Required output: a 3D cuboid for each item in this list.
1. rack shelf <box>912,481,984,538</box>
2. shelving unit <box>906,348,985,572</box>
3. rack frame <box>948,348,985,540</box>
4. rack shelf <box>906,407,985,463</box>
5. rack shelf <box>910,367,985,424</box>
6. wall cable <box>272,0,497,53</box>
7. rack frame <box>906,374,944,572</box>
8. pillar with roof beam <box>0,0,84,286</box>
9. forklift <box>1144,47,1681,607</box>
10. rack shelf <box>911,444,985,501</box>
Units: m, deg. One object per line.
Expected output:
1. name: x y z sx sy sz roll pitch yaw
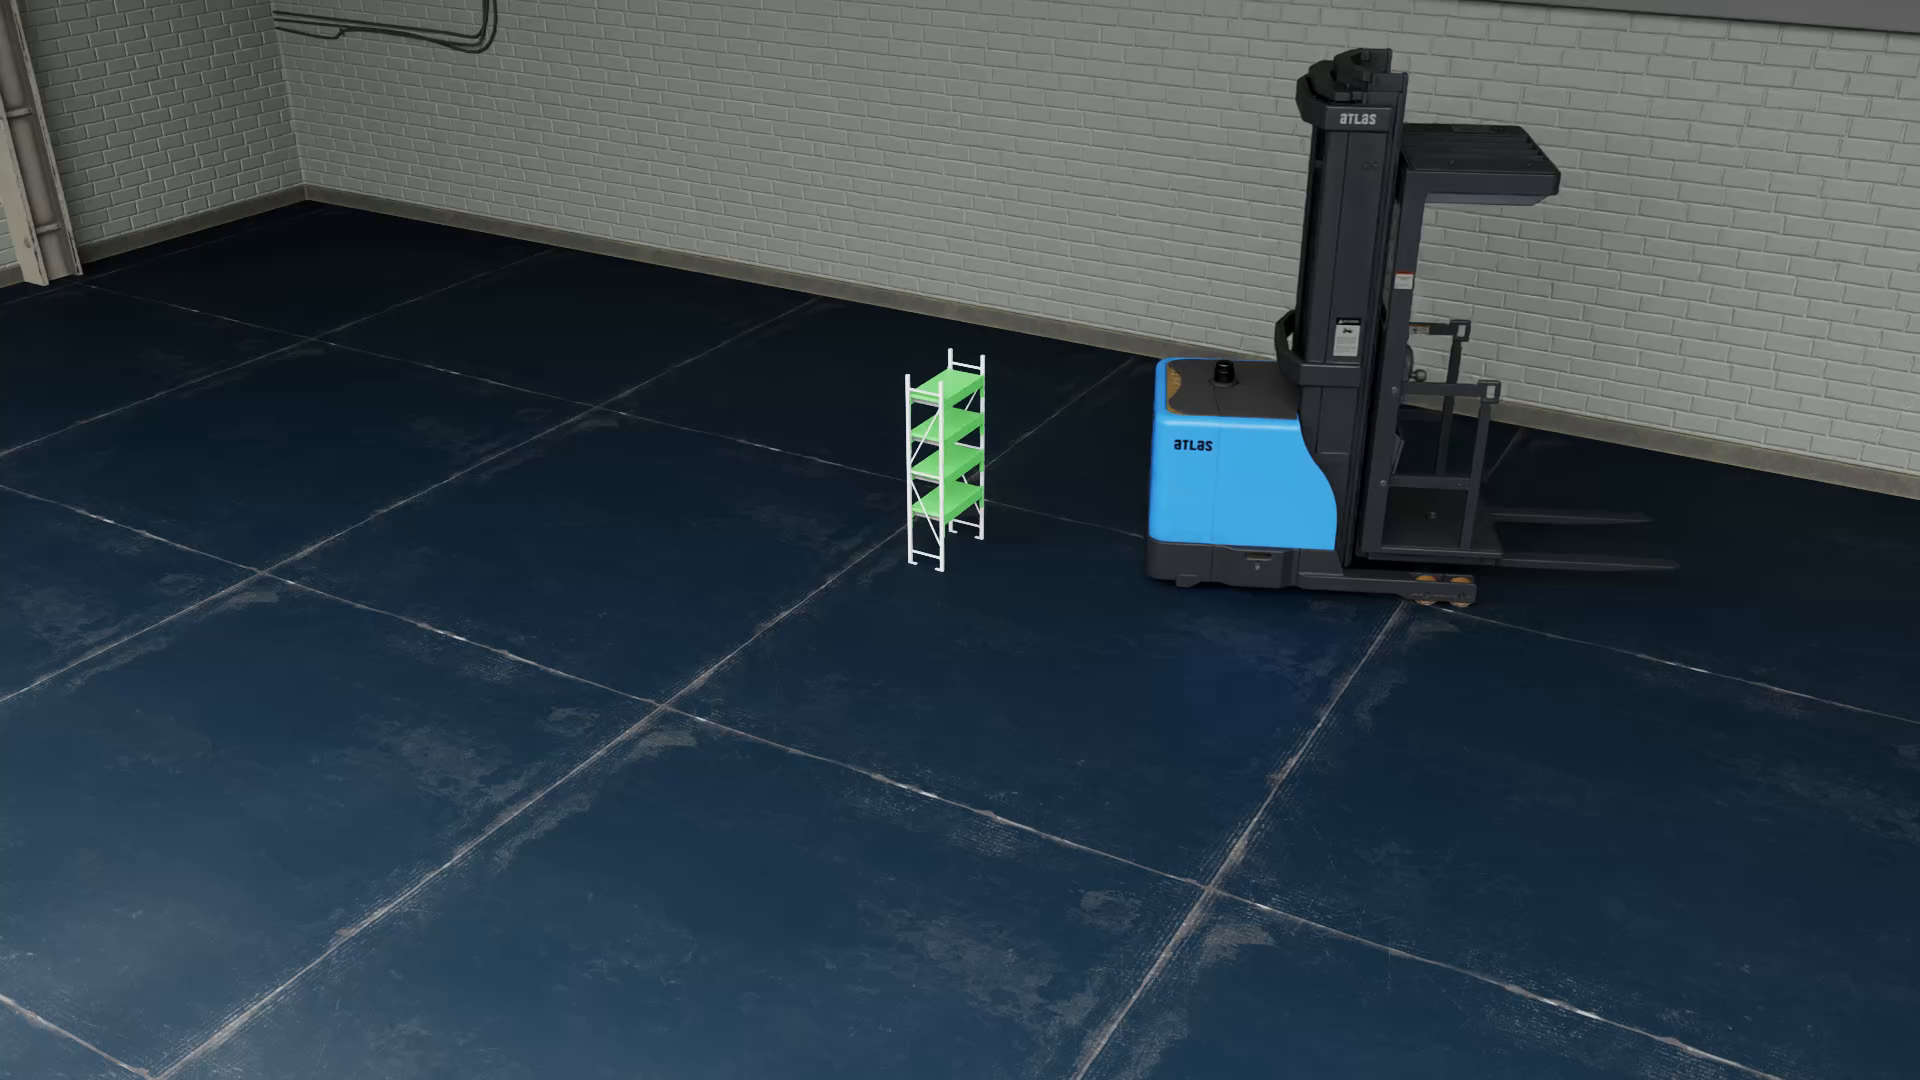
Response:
1. rack shelf: -0.081 -0.200 9.989 0.258 0.148 0.480 14 30 26
2. shelving unit: -0.081 -0.472 9.853 0.258 1.200 0.503 14 30 26
3. rack frame: 0.039 -0.567 10.043 0.240 1.200 0.015 14 30 26
4. rack shelf: -0.081 -0.630 9.774 0.258 0.148 0.480 14 30 26
5. rack shelf: -0.081 -0.844 9.666 0.258 0.148 0.480 14 30 26
6. wall cable: -5.567 -5.859 15.371 3.097 2.526 0.112 14 30 26
7. rack frame: -0.201 -0.377 9.663 0.240 1.200 0.015 14 30 26
8. pillar with roof beam: -4.419 -5.443 11.070 9.100 9.000 0.400 14 30 26
9. forklift: 2.631 -1.181 9.334 3.031 2.935 1.130 3 27 6
10. rack shelf: -0.081 -0.415 9.881 0.258 0.148 0.480 14 30 26
